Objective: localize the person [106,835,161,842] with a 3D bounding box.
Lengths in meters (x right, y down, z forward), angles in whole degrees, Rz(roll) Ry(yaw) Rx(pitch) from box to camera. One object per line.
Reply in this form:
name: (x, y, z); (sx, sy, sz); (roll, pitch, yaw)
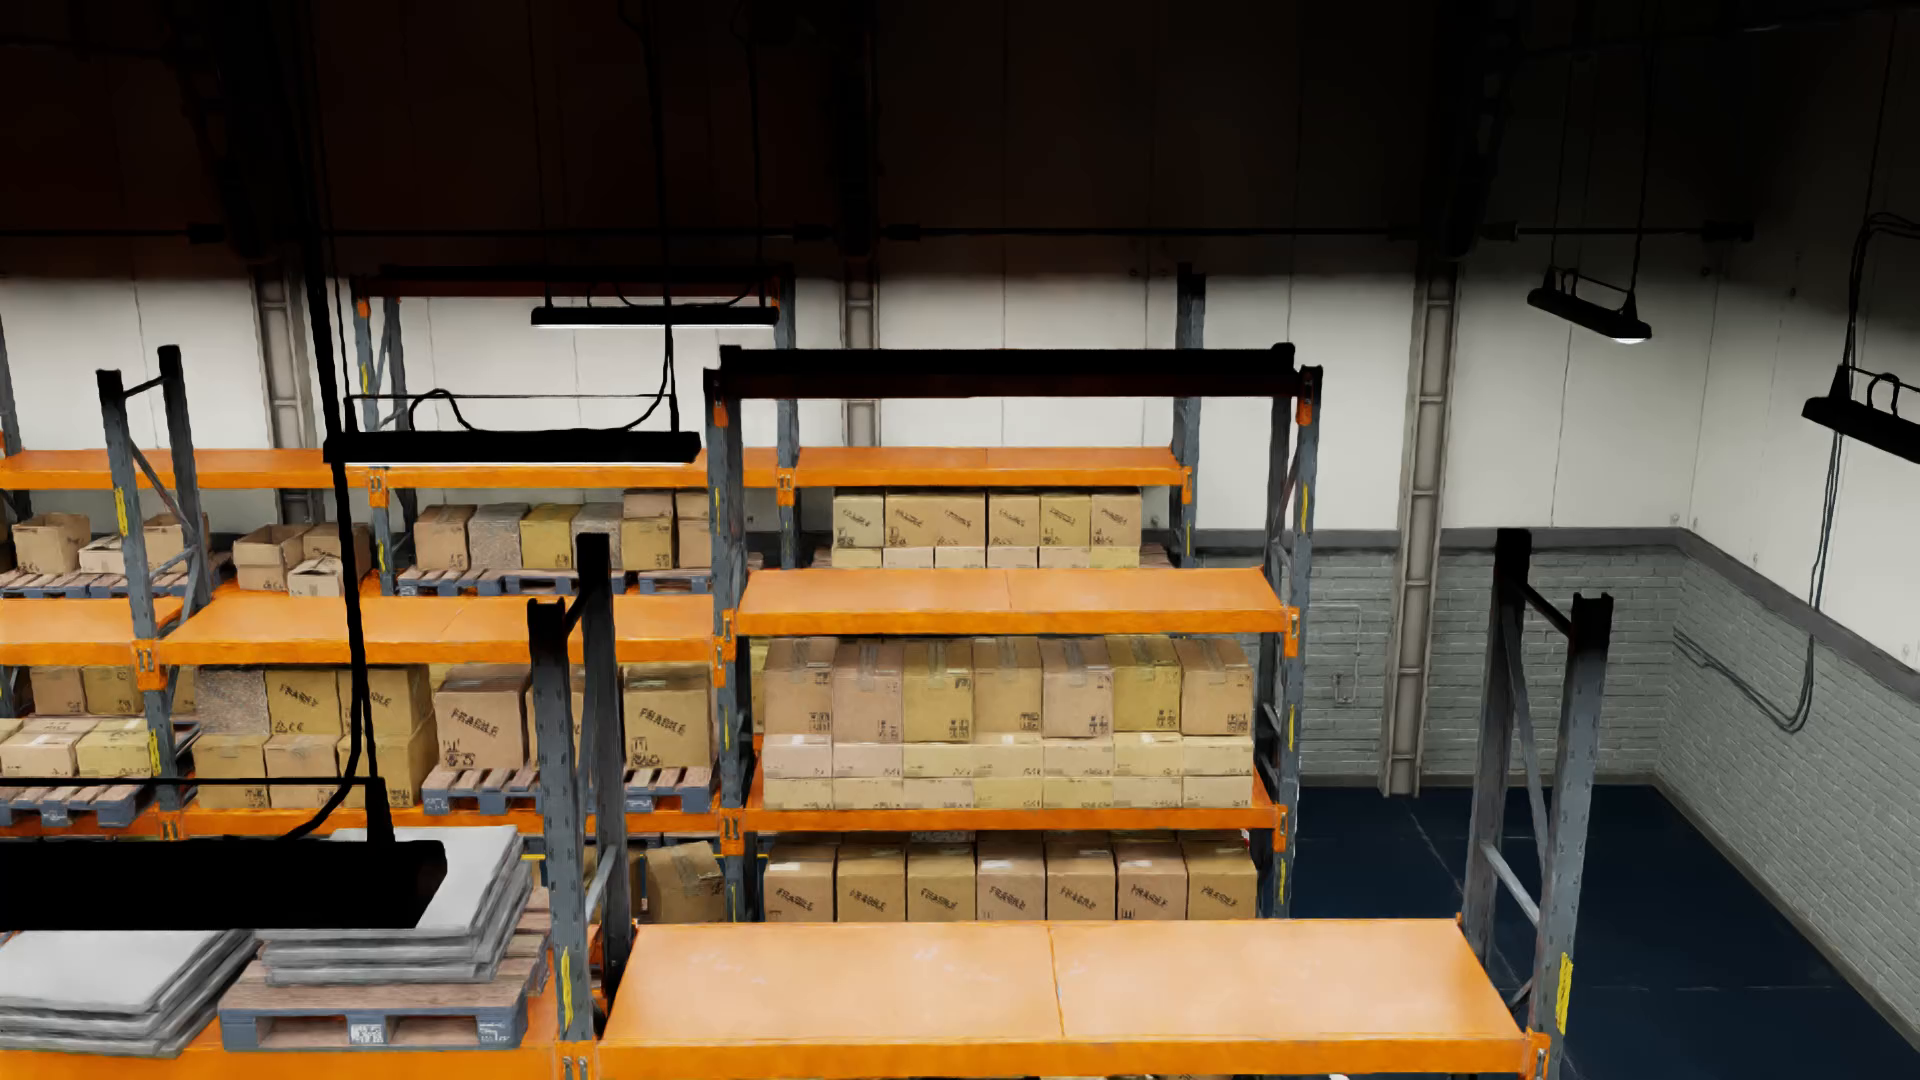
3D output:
person: (-7.675, 2.911, 15.523); (0.539, 1.679, 0.454); (-8, 18, -26)
